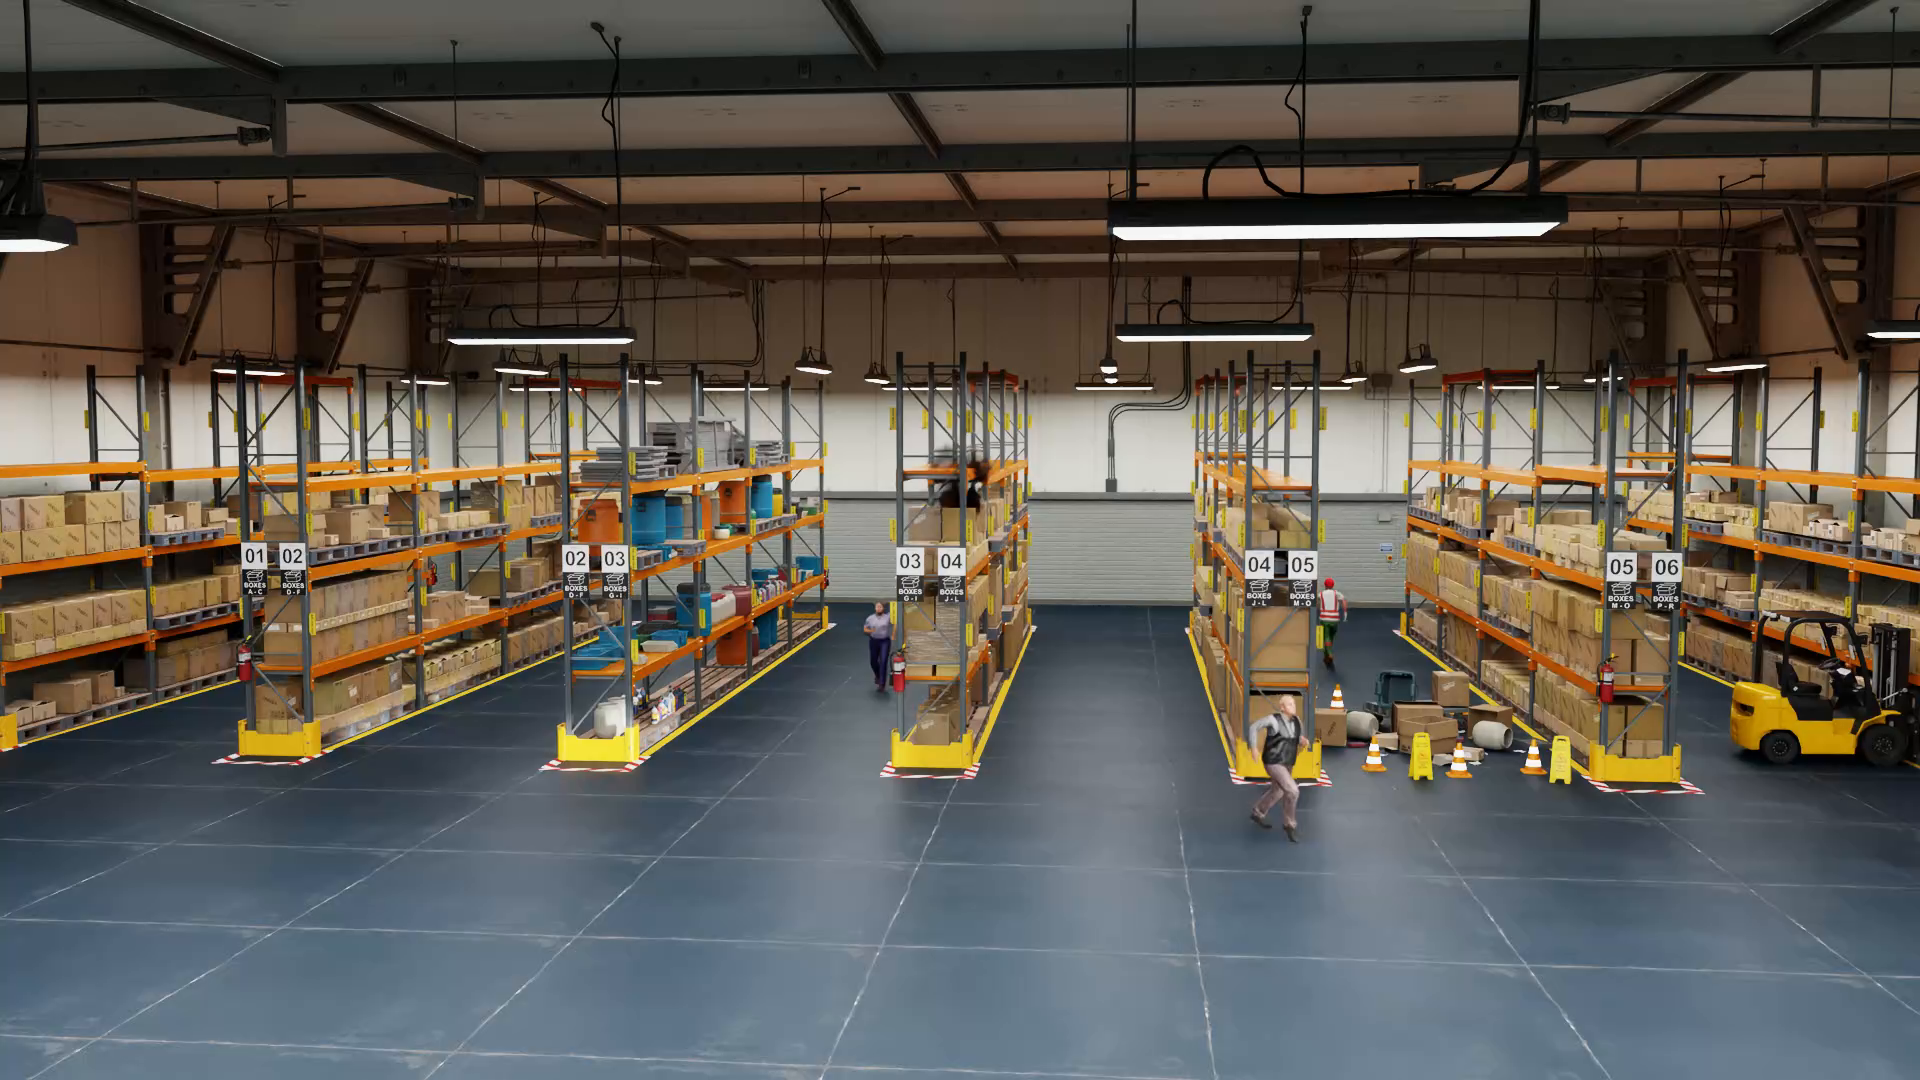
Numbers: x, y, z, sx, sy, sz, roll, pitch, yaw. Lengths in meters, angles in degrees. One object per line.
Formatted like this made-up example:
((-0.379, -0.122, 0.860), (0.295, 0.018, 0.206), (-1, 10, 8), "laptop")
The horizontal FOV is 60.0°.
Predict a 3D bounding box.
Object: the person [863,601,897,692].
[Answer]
((-1.490, 1.933, 31.120), (0.607, 1.592, 0.835), (1, 4, 7), "person")

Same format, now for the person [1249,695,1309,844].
((3.827, 2.734, 20.018), (0.679, 1.759, 0.852), (-3, 5, -36), "person")

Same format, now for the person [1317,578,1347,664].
((7.573, 1.687, 34.114), (0.688, 1.807, 1.018), (0, 4, 6), "person")
